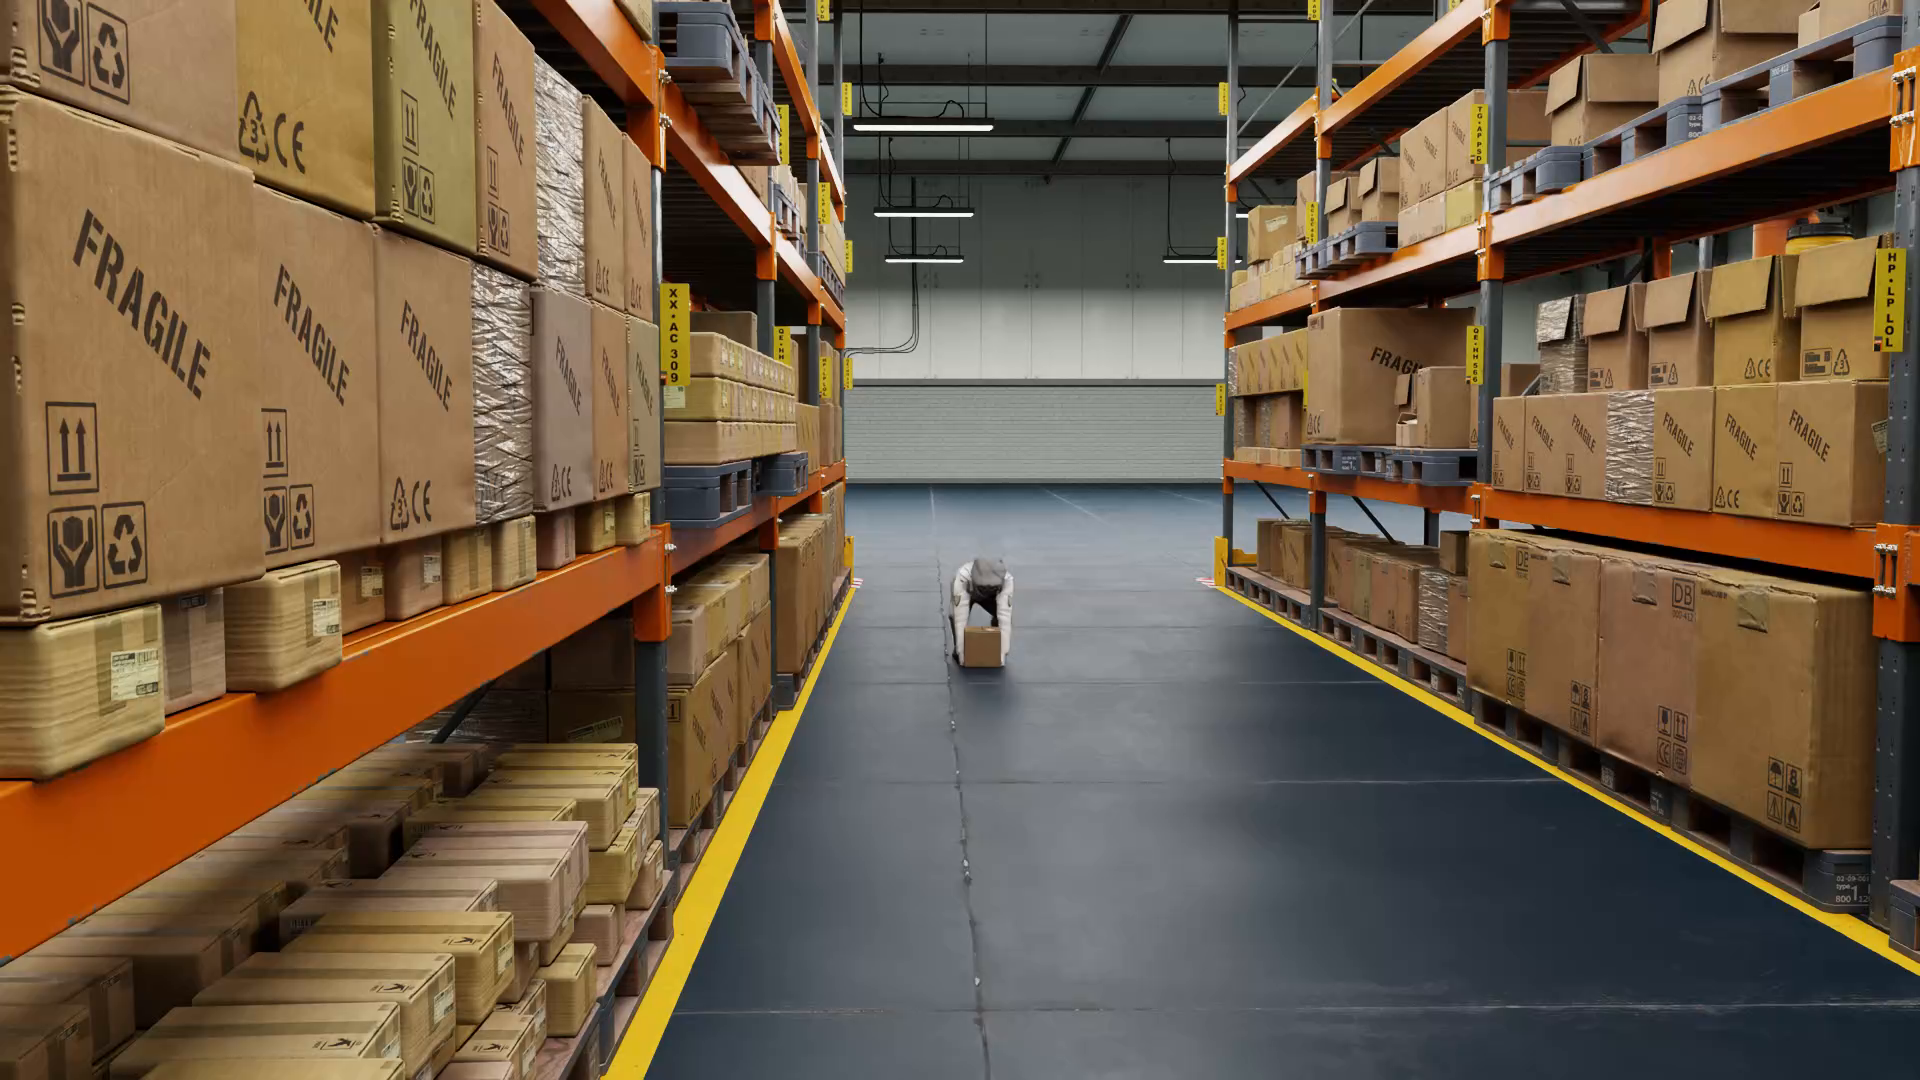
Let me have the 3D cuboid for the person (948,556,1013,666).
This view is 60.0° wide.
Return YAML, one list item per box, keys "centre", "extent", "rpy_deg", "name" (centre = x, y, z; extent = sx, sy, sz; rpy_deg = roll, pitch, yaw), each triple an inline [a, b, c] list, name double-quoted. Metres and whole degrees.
- centre: [0.144, 0.476, 11.788]
  extent: [0.456, 0.780, 0.908]
  rpy_deg: [0, 4, -3]
  name: "person"
